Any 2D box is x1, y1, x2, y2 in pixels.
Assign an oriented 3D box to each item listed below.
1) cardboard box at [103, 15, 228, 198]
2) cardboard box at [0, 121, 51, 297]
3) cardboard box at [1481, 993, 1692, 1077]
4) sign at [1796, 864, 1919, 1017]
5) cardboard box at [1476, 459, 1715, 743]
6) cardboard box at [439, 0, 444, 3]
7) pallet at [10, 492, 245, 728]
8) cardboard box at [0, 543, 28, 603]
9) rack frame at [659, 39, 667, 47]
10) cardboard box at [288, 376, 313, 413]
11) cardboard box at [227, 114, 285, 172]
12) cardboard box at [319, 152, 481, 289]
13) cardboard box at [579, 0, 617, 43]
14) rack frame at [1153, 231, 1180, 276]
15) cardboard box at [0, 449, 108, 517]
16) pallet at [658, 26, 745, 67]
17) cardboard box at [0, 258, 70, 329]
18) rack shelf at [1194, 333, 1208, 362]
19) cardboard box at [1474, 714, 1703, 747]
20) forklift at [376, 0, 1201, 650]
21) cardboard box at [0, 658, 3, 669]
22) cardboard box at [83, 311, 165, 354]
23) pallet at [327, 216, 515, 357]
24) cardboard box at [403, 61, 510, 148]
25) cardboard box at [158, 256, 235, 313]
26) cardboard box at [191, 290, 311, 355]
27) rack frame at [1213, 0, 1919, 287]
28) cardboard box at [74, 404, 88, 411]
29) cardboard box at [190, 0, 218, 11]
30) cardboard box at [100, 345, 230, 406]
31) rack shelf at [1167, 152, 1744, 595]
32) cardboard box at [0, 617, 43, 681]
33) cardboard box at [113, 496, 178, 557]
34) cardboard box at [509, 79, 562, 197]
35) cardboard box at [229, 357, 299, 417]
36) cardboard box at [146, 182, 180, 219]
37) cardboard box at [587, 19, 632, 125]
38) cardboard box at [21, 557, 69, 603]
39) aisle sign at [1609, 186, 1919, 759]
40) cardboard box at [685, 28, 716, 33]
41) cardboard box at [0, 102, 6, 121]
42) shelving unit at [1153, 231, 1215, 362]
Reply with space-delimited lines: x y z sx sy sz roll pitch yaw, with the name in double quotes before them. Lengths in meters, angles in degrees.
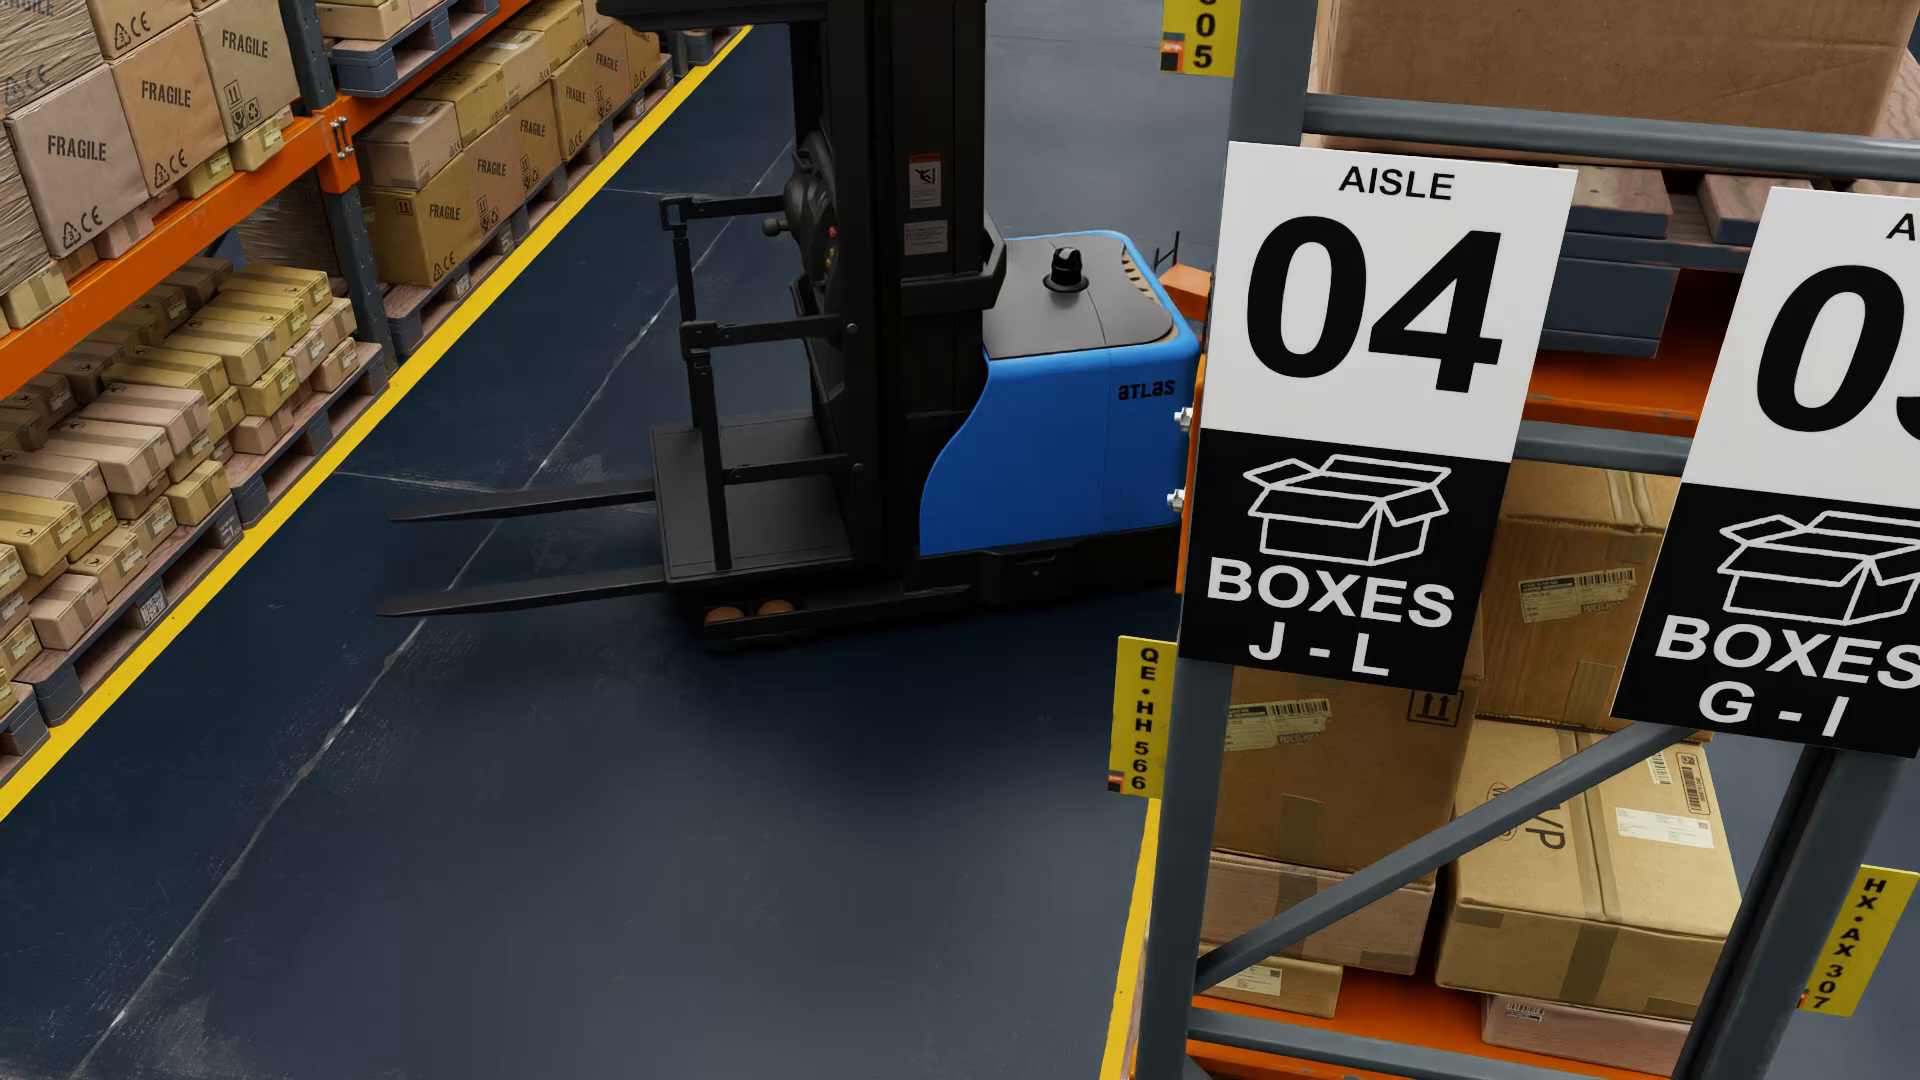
"cardboard box" -3.092 -1.599 6.061 0.500 0.500 0.500 6 36 9
"cardboard box" -3.332 -1.021 5.264 0.500 0.500 0.500 6 36 9
"cardboard box" 1.215 0.864 3.216 0.380 0.149 0.250 8 37 10
"sign" 1.358 0.615 2.540 0.100 0.325 0.005 7 37 10
"cardboard box" 1.290 0.033 3.383 0.500 0.500 0.500 6 36 9
"cardboard box" -2.508 -2.587 7.620 0.380 0.149 0.250 8 37 10
"pallet" -3.520 0.172 6.333 1.003 0.211 1.213 7 37 10
"cardboard box" -3.402 0.119 5.595 0.380 0.149 0.250 9 37 12
"rack frame" -2.295 -4.341 10.183 0.949 2.616 0.053 7 37 10
"cardboard box" -3.041 -0.658 7.173 0.380 0.149 0.250 8 37 11
"cardboard box" -2.933 -1.592 6.605 0.380 0.149 0.250 6 36 9
"cardboard box" -2.736 -1.597 8.169 0.500 0.500 0.500 9 37 12
"cardboard box" -2.285 -3.087 9.587 0.500 0.250 0.500 8 37 11
"rack frame" 0.805 -0.764 6.894 0.008 1.050 0.200 21 40 24
"cardboard box" -3.341 -0.182 6.010 0.380 0.149 0.250 7 37 10
"pallet" -2.056 -3.655 11.613 1.003 0.211 1.213 7 37 10
"cardboard box" -3.248 -0.848 5.578 0.380 0.149 0.250 8 37 11
"rack shelf" 0.908 -0.715 6.850 0.240 0.259 0.215 21 40 24
"cardboard box" 1.288 0.325 3.620 0.500 0.250 0.500 7 37 9
"forklift" -0.696 -1.113 5.788 3.031 2.935 1.130 -7 37 -10
"cardboard box" -3.404 0.406 5.452 0.380 0.149 0.250 8 37 11
"cardboard box" -3.551 -0.832 6.906 0.380 0.149 0.250 7 36 9
"pallet" -2.988 -1.366 8.454 1.003 0.211 1.213 7 37 10
"cardboard box" -2.625 -2.206 8.371 0.500 0.250 0.500 8 37 11
"cardboard box" -3.428 -1.133 7.322 0.380 0.149 0.250 9 37 12
"cardboard box" -2.990 -0.917 7.023 0.380 0.149 0.250 8 37 11
"rack frame" 0.817 -1.504 1.158 1.000 3.000 0.127 7 37 10
"cardboard box" -3.586 -0.562 6.787 0.380 0.149 0.250 6 36 8
"cardboard box" -2.989 -2.311 6.191 0.500 0.500 0.500 6 36 8
"cardboard box" -3.168 -0.634 6.633 0.380 0.149 0.250 8 37 11
"rack shelf" 1.244 -1.145 3.831 1.077 0.370 4.000 7 37 10
"cardboard box" -3.437 0.375 5.749 0.380 0.149 0.250 7 37 10
"cardboard box" -3.246 -0.062 6.351 0.380 0.149 0.250 8 37 11
"cardboard box" -2.525 -2.202 9.004 0.500 0.500 0.500 8 37 11
"cardboard box" -2.995 -0.651 6.911 0.380 0.149 0.250 6 36 8
"cardboard box" -3.171 -1.307 6.212 0.380 0.149 0.250 6 36 9
"cardboard box" -2.298 -2.792 9.819 0.500 0.500 0.500 9 37 12
"cardboard box" -3.423 0.081 5.900 0.380 0.149 0.250 9 37 12
"aisle sign" 1.095 -0.049 2.046 0.394 0.787 0.004 7 37 10
"cardboard box" -2.080 -3.938 11.187 1.050 0.750 0.750 7 36 9
"cardboard box" -3.312 -1.423 4.967 0.500 0.500 0.500 6 36 8
"shelving unit" 0.908 -0.723 6.843 0.252 1.050 0.215 21 40 24
